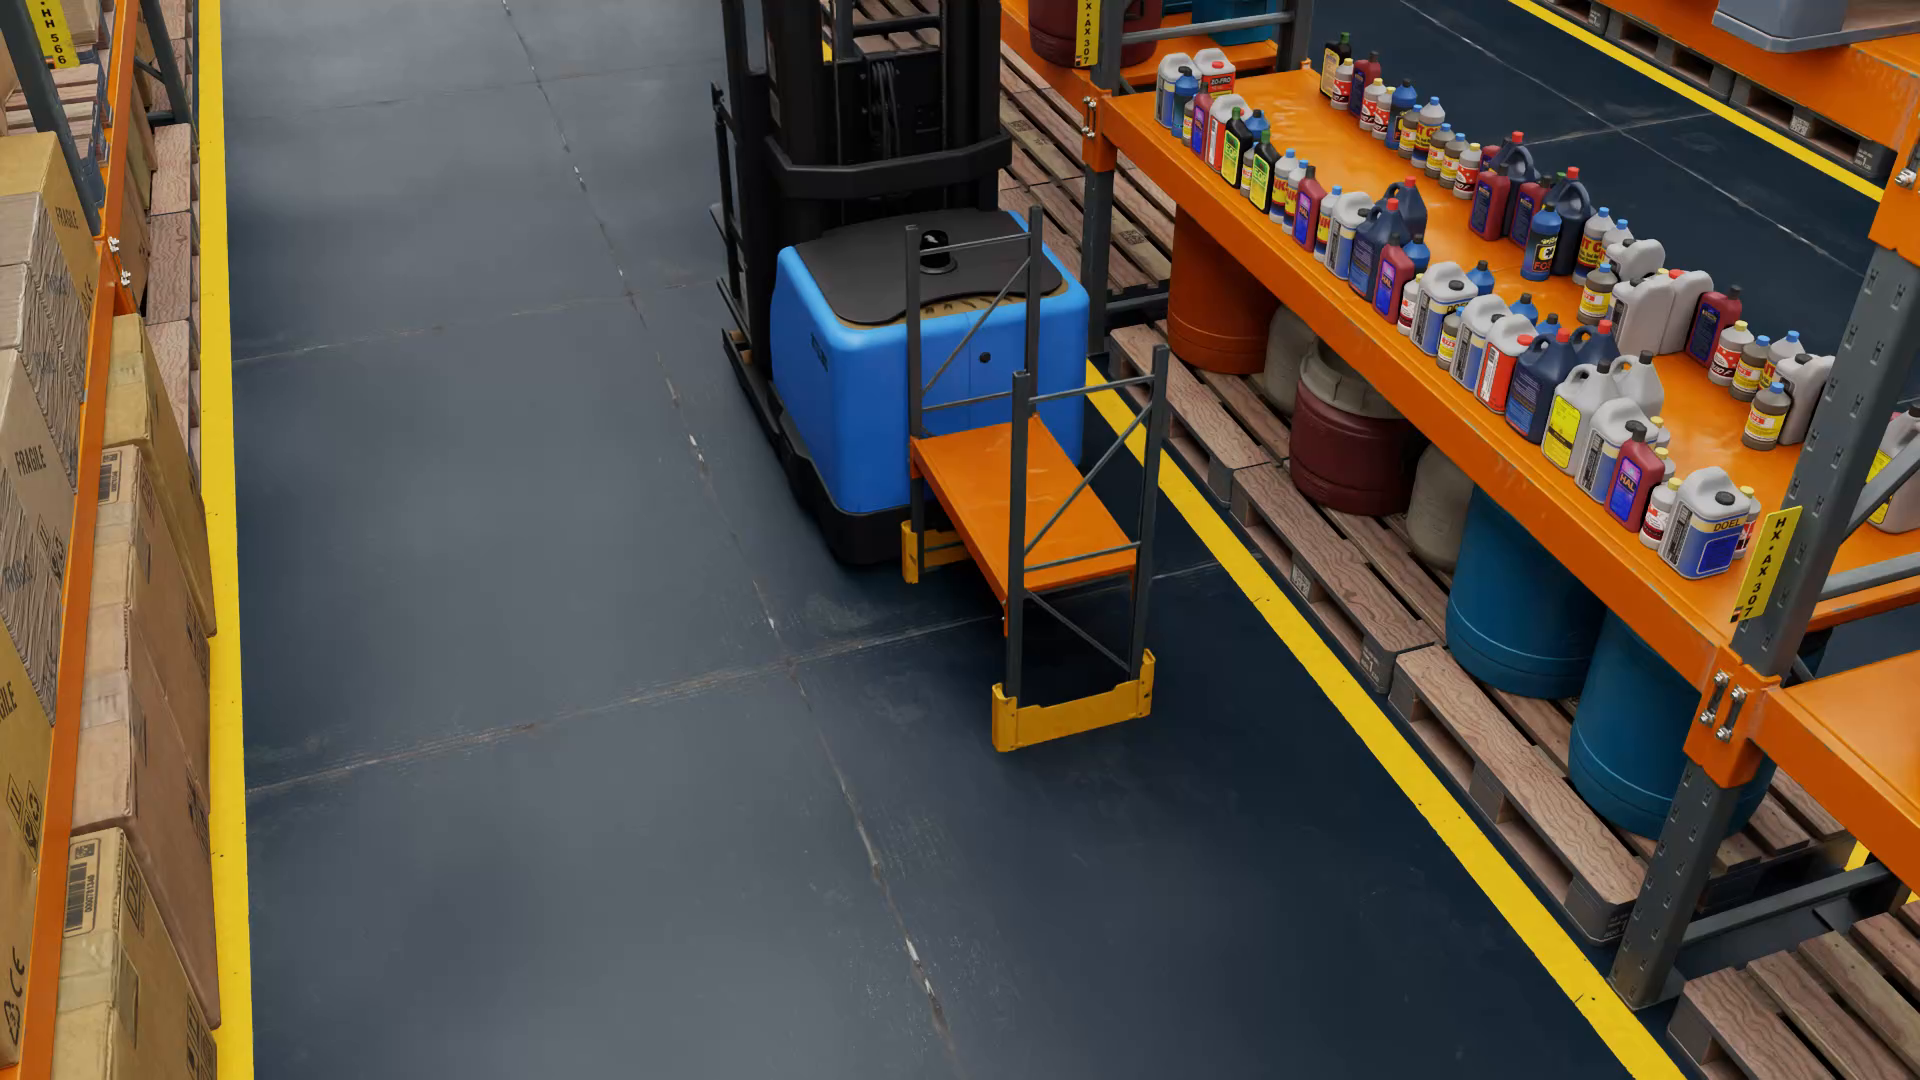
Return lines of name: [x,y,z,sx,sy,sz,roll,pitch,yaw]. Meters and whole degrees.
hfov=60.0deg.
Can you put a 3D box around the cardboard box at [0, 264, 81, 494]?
cardboard box: [-2.850,-0.412,4.721,0.500,0.500,0.500,-14,39,-17]

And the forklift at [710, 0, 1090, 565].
forklift: [-0.474,-1.961,6.918,1.130,2.935,3.031,-12,39,-16]

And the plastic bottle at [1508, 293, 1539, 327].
plastic bottle: [1.753,-0.649,5.225,0.097,0.271,0.097,0,37,0]

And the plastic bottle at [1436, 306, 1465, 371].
plastic bottle: [1.577,-0.645,5.278,0.097,0.201,0.097,0,37,0]

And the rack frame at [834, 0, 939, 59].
rack frame: [-0.326,-4.460,10.178,1.000,3.000,0.127,-12,39,-16]

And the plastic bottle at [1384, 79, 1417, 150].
plastic bottle: [1.759,-1.700,6.621,0.097,0.271,0.097,0,37,0]

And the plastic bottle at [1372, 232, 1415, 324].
plastic bottle: [1.440,-0.870,5.509,0.061,0.283,0.133,-12,39,-16]

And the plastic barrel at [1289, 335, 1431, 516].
plastic barrel: [1.623,-0.494,6.569,0.600,0.588,0.708,-12,39,-16]

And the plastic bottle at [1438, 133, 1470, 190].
plastic bottle: [1.893,-1.452,6.350,0.097,0.201,0.097,0,37,0]

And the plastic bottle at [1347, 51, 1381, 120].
plastic bottle: [1.670,-1.884,6.854,0.061,0.283,0.133,-12,39,-16]

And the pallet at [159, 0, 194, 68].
pallet: [-5.664,-3.383,11.066,1.003,0.211,1.213,-12,39,-16]

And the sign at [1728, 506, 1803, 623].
sign: [1.910,0.061,3.946,0.100,0.325,0.005,-12,39,-16]

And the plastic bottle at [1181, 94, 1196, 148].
plastic bottle: [0.944,-1.684,6.657,0.097,0.201,0.097,0,37,0]

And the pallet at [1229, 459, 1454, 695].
pallet: [1.777,0.038,6.524,1.003,0.211,1.213,-12,39,-16]

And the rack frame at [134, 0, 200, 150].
rack frame: [-4.976,-3.435,8.817,1.000,3.000,0.127,-12,39,-16]

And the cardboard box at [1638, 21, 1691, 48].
cardboard box: [4.762,-3.405,10.714,0.500,0.250,0.500,-12,39,-15]

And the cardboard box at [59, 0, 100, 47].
cardboard box: [-3.961,-2.277,7.056,0.500,0.250,0.500,-14,39,-17]

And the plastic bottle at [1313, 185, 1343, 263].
plastic bottle: [1.308,-1.114,5.843,0.097,0.271,0.097,0,37,0]

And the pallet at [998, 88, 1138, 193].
pallet: [0.404,-2.221,9.523,1.003,0.211,1.213,-12,39,-16]

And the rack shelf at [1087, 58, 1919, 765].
rack shelf: [1.739,-0.784,5.895,1.077,0.370,4.000,-12,39,-16]

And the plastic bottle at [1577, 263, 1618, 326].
plastic bottle: [2.116,-0.820,5.510,0.097,0.201,0.097,0,37,0]

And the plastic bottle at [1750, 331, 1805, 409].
plastic bottle: [2.485,-0.508,5.038,0.097,0.271,0.097,0,37,0]

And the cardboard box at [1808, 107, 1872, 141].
cardboard box: [5.293,-2.540,9.566,0.500,0.250,0.500,-12,39,-15]

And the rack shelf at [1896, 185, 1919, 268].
rack shelf: [3.115,0.278,1.993,1.077,0.370,4.000,-12,39,-16]

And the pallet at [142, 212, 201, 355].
pallet: [-4.284,-1.191,8.156,1.003,0.211,1.213,-12,39,-16]

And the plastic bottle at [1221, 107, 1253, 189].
plastic bottle: [1.058,-1.496,6.340,0.061,0.283,0.133,-12,39,-16]

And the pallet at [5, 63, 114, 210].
pallet: [-3.945,-1.479,6.380,1.213,0.211,1.003,-12,39,-16]

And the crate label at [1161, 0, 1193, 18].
crate label: [0.963,-2.832,7.987,0.502,0.435,0.616,-12,39,-16]

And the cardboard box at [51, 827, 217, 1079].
cardboard box: [-2.463,1.408,3.805,1.225,0.875,0.875,-12,39,-16]

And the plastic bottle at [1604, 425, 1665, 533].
plastic bottle: [1.865,-0.171,4.581,0.061,0.283,0.133,-12,39,-16]

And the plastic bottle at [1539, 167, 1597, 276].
plastic bottle: [2.109,-1.117,5.781,0.144,0.351,0.185,-12,39,-16]

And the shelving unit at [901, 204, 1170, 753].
shelving unit: [0.226,-0.222,5.799,0.587,1.500,1.083,-12,39,-16]

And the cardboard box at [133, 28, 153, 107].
cardboard box: [-5.077,-2.838,9.754,0.500,0.500,0.500,-14,39,-17]

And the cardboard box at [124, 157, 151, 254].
cardboard box: [-4.446,-1.672,8.188,0.700,0.500,0.500,-16,40,-20]

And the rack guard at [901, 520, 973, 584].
rack guard: [0.057,-0.005,6.549,0.587,0.250,0.087,-12,39,-16]

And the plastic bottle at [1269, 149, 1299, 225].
plastic bottle: [1.195,-1.300,6.089,0.097,0.271,0.097,0,37,0]

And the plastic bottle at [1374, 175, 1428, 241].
plastic bottle: [1.521,-1.103,5.762,0.144,0.351,0.185,-12,39,-16]

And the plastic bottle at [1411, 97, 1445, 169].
plastic bottle: [1.826,-1.590,6.475,0.097,0.271,0.097,0,37,0]

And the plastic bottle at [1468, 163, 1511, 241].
plastic bottle: [1.912,-1.234,5.992,0.061,0.283,0.133,-12,39,-16]

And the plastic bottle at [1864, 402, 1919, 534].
plastic bottle: [2.596,-0.210,4.577,0.144,0.351,0.185,-12,39,-16]

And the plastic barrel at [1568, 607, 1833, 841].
plastic barrel: [2.256,0.418,5.096,0.600,0.901,0.708,-12,39,-16]

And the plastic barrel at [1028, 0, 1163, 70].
plastic barrel: [0.606,-2.454,7.402,0.600,0.536,0.708,-12,39,-16]

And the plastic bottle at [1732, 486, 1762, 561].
plastic bottle: [2.099,-0.054,4.493,0.097,0.201,0.097,0,37,0]

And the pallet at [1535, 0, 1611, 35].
pallet: [4.616,-3.962,11.834,1.003,0.211,1.213,-12,39,-16]

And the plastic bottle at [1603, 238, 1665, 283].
plastic bottle: [2.227,-0.886,5.536,0.152,0.276,0.135,-12,39,-16]

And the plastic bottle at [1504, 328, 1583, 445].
plastic bottle: [1.740,-0.477,4.932,0.144,0.351,0.185,-12,39,-16]

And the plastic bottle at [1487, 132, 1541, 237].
plastic bottle: [1.999,-1.297,6.019,0.144,0.351,0.185,-12,39,-16]

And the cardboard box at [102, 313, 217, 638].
cardboard box: [-3.382,-0.100,5.807,1.225,0.875,0.875,-14,39,-18]

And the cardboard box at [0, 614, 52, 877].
cardboard box: [-2.321,0.449,3.578,0.500,0.500,0.500,-12,39,-16]

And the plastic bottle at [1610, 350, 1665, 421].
plastic bottle: [1.939,-0.403,4.833,0.144,0.351,0.185,-12,39,-16]

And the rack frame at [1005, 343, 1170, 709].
rack frame: [0.395,0.060,5.424,0.500,1.500,0.032,-12,39,-16]

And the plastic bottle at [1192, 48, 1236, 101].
plastic bottle: [1.039,-1.871,6.844,0.152,0.276,0.135,-12,39,-16]
